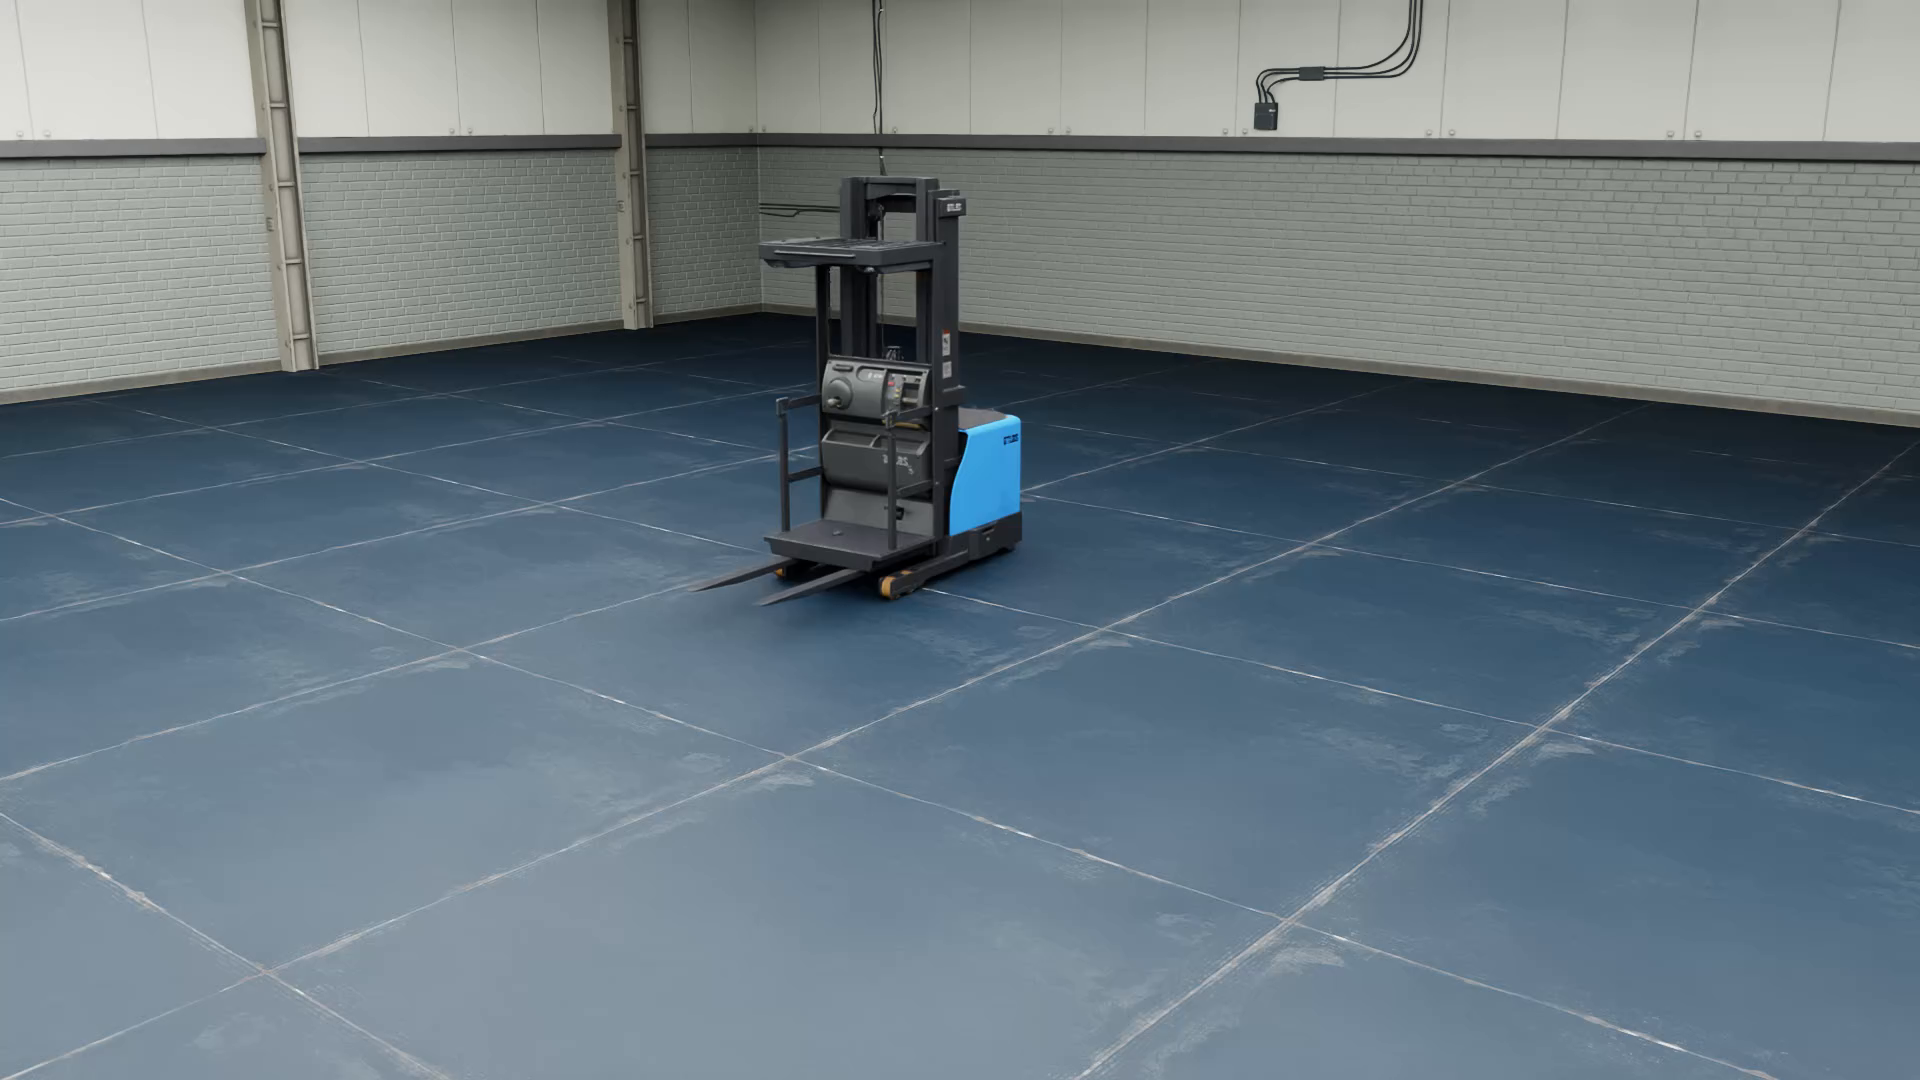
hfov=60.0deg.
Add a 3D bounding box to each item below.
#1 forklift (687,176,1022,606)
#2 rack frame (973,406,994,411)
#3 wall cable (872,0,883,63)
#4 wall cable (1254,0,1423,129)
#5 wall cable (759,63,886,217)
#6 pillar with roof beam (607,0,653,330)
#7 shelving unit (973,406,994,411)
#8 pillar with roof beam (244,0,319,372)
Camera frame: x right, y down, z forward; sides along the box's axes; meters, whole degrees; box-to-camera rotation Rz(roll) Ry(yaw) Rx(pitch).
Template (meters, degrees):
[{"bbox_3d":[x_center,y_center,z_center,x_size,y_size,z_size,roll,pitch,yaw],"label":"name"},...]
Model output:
[{"bbox_3d":[-0.745,-1.127,12.107,1.130,2.935,3.031,9,17,33],"label":"forklift"},{"bbox_3d":[0.195,-0.585,13.793,0.200,1.050,0.008,9,17,33],"label":"rack frame"},{"bbox_3d":[-0.311,-8.737,25.790,3.097,2.526,0.112,11,18,38],"label":"wall cable"},{"bbox_3d":[4.959,-8.389,21.464,2.305,6.003,0.169,11,18,38],"label":"wall cable"},{"bbox_3d":[-2.415,-6.708,28.060,3.097,2.526,0.112,11,18,38],"label":"wall cable"},{"bbox_3d":[-1.946,-7.188,23.640,9.100,9.000,0.400,11,18,38],"label":"pillar with roof beam"},{"bbox_3d":[0.126,-0.560,13.695,0.215,1.050,0.252,9,17,33],"label":"shelving unit"},{"bbox_3d":[-5.717,-6.039,19.117,9.100,9.000,0.400,11,18,38],"label":"pillar with roof beam"}]
